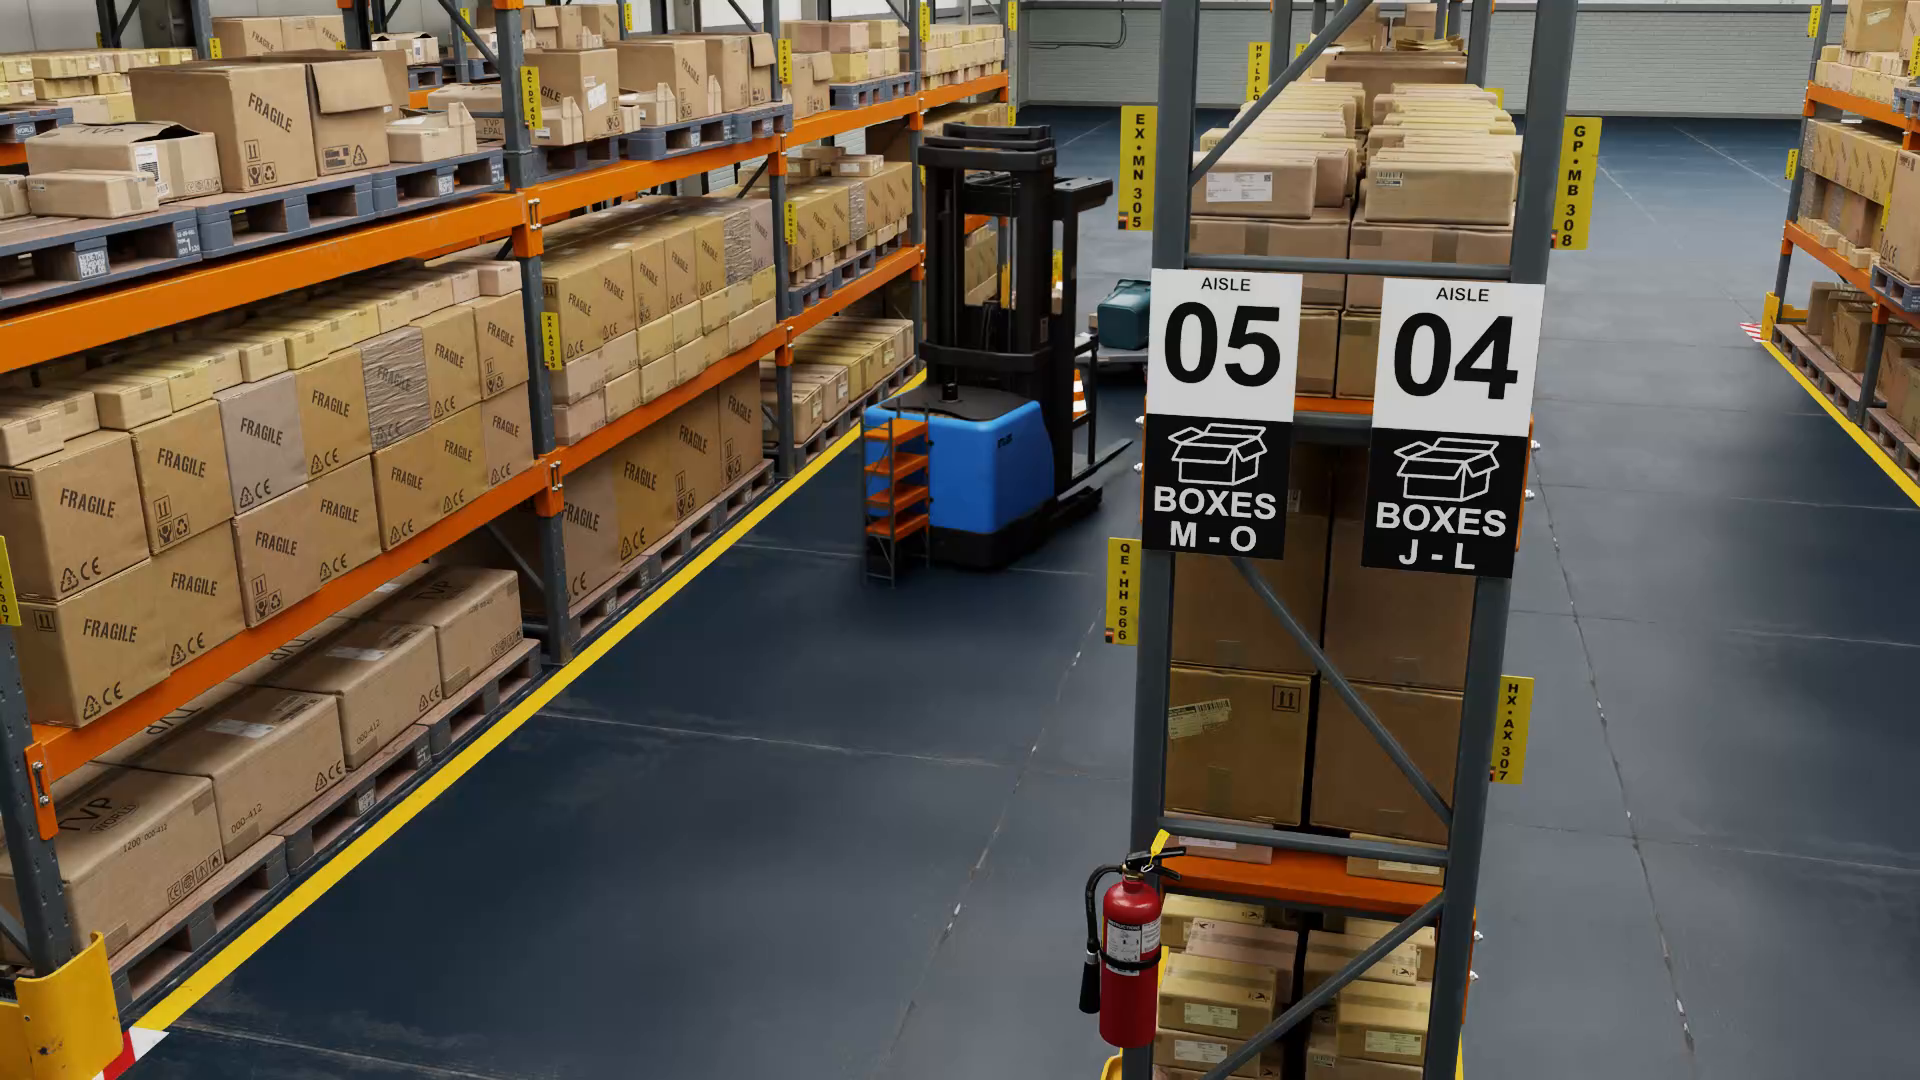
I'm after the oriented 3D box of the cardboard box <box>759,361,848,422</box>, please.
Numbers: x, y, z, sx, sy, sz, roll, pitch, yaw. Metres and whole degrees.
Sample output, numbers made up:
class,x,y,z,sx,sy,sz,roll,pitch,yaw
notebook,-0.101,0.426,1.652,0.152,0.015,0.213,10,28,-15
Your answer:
class,x,y,z,sx,sy,sz,roll,pitch,yaw
cardboard box,-1.541,-1.331,14.860,0.950,0.372,0.625,4,19,12

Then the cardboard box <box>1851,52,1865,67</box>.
class,x,y,z,sx,sy,sz,roll,pitch,yaw
cardboard box,9.061,-4.757,16.447,0.380,0.149,0.250,4,19,11

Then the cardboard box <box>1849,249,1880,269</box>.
class,x,y,z,sx,sy,sz,roll,pitch,yaw
cardboard box,8.636,-2.649,15.691,0.380,0.149,0.250,5,19,13

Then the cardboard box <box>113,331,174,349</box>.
class,x,y,z,sx,sy,sz,roll,pitch,yaw
cardboard box,-3.664,-0.820,7.243,0.380,0.149,0.250,5,20,15

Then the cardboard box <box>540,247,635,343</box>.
class,x,y,z,sx,sy,sz,roll,pitch,yaw
cardboard box,-2.355,-1.511,10.270,0.500,0.500,0.500,5,19,13

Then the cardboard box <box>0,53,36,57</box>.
class,x,y,z,sx,sy,sz,roll,pitch,yaw
cardboard box,-7.274,-3.623,12.667,0.380,0.149,0.250,5,19,13

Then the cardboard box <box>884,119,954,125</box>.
class,x,y,z,sx,sy,sz,roll,pitch,yaw
cardboard box,-0.420,-4.162,17.570,0.700,0.500,0.500,5,19,14

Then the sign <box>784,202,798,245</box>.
class,x,y,z,sx,sy,sz,roll,pitch,yaw
sign,-1.322,-2.473,12.995,0.100,0.325,0.005,5,19,13

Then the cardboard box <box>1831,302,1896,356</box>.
class,x,y,z,sx,sy,sz,roll,pitch,yaw
cardboard box,9.250,-2.129,16.998,0.500,0.500,0.500,7,20,18

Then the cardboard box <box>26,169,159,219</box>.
class,x,y,z,sx,sy,sz,roll,pitch,yaw
cardboard box,-3.327,-1.330,6.383,0.380,0.149,0.250,5,20,15

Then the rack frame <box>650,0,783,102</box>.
class,x,y,z,sx,sy,sz,roll,pitch,yaw
rack frame,-1.861,-4.807,12.338,1.000,3.000,0.127,5,19,13

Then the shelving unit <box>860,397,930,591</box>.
class,x,y,z,sx,sy,sz,roll,pitch,yaw
shelving unit,-0.435,-0.317,11.259,0.258,1.200,0.503,10,21,26

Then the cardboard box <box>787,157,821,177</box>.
class,x,y,z,sx,sy,sz,roll,pitch,yaw
cardboard box,-1.507,-3.447,15.371,0.380,0.149,0.250,6,20,16

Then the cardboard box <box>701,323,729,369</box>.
class,x,y,z,sx,sy,sz,roll,pitch,yaw
cardboard box,-1.981,-1.400,11.877,0.500,0.250,0.500,4,19,13

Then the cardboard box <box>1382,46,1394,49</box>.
class,x,y,z,sx,sy,sz,roll,pitch,yaw
cardboard box,3.726,-3.919,13.713,0.500,0.311,0.500,4,19,11

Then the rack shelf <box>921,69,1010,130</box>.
class,x,y,z,sx,sy,sz,roll,pitch,yaw
rack shelf,-0.395,-4.927,18.445,1.077,0.370,4.000,5,19,13

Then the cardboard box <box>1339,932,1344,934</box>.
class,x,y,z,sx,sy,sz,roll,pitch,yaw
cardboard box,1.649,1.528,6.375,0.380,0.149,0.250,5,20,15

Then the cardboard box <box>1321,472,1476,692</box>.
class,x,y,z,sx,sy,sz,roll,pitch,yaw
cardboard box,1.376,0.118,5.039,0.500,0.500,0.500,5,19,13

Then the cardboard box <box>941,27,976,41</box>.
class,x,y,z,sx,sy,sz,roll,pitch,yaw
cardboard box,-0.026,-5.713,18.787,0.380,0.149,0.250,5,19,13

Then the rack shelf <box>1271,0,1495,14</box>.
class,x,y,z,sx,sy,sz,roll,pitch,yaw
rack shelf,2.475,-3.291,9.632,1.077,0.370,4.000,5,19,13

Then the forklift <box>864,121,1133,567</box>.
class,x,y,z,sx,sy,sz,roll,pitch,yaw
forklift,0.449,-1.634,12.436,1.130,2.935,3.031,10,21,26

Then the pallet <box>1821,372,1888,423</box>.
class,x,y,z,sx,sy,sz,roll,pitch,yaw
pallet,8.856,-1.332,15.762,1.003,0.211,1.213,5,19,13

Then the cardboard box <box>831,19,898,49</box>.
class,x,y,z,sx,sy,sz,roll,pitch,yaw
cardboard box,-0.902,-4.813,15.808,0.500,0.250,0.500,5,20,15

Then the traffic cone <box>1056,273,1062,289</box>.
class,x,y,z,sx,sy,sz,roll,pitch,yaw
traffic cone,1.239,-3.038,20.366,0.336,0.463,0.334,5,19,13

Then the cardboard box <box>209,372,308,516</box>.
class,x,y,z,sx,sy,sz,roll,pitch,yaw
cardboard box,-3.185,-0.433,7.113,0.500,0.500,0.500,5,19,13

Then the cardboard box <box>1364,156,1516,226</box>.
class,x,y,z,sx,sy,sz,roll,pitch,yaw
cardboard box,1.309,-0.958,4.553,0.380,0.149,0.250,4,19,13

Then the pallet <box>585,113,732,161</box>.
class,x,y,z,sx,sy,sz,roll,pitch,yaw
pallet,-2.237,-2.741,11.223,1.003,0.211,1.213,6,20,16

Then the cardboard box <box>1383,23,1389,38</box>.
class,x,y,z,sx,sy,sz,roll,pitch,yaw
cardboard box,3.936,-4.930,16.309,0.500,0.250,0.500,5,19,13

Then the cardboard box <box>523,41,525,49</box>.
class,x,y,z,sx,sy,sz,roll,pitch,yaw
cardboard box,-5.106,-5.516,18.641,0.380,0.149,0.250,5,20,15

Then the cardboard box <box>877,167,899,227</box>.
class,x,y,z,sx,sy,sz,roll,pitch,yaw
cardboard box,-0.894,-3.290,15.914,0.500,0.500,0.500,5,19,14

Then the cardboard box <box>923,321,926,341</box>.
class,x,y,z,sx,sy,sz,roll,pitch,yaw
cardboard box,-0.478,-2.282,17.834,0.500,0.250,0.500,4,19,11

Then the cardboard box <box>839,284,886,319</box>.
class,x,y,z,sx,sy,sz,roll,pitch,yaw
cardboard box,-1.000,-2.680,17.838,0.500,0.500,0.500,4,19,13

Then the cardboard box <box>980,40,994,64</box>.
class,x,y,z,sx,sy,sz,roll,pitch,yaw
cardboard box,0.092,-5.626,19.150,0.500,0.250,0.500,4,19,13

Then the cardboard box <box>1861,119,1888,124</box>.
class,x,y,z,sx,sy,sz,roll,pitch,yaw
cardboard box,9.808,-4.162,17.570,0.500,0.500,0.500,5,19,13

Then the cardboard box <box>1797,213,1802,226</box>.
class,x,y,z,sx,sy,sz,roll,pitch,yaw
cardboard box,9.402,-3.503,18.192,0.380,0.149,0.250,5,19,13

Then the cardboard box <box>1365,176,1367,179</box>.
class,x,y,z,sx,sy,sz,roll,pitch,yaw
cardboard box,1.630,-1.124,5.656,0.500,0.250,0.500,5,19,14

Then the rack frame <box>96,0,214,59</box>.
class,x,y,z,sx,sy,sz,roll,pitch,yaw
rack frame,-6.675,-5.197,13.482,1.000,3.000,0.127,5,19,13

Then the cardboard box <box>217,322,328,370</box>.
class,x,y,z,sx,sy,sz,roll,pitch,yaw
cardboard box,-3.041,-0.860,7.359,0.380,0.149,0.250,4,19,12

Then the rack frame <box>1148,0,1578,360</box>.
class,x,y,z,sx,sy,sz,roll,pitch,yaw
rack frame,1.009,-1.940,3.945,1.000,3.000,0.127,5,19,13

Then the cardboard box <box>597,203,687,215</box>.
class,x,y,z,sx,sy,sz,roll,pitch,yaw
cardboard box,-2.331,-2.197,12.276,0.500,0.500,0.500,5,19,14

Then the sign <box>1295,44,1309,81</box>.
class,x,y,z,sx,sy,sz,roll,pitch,yaw
sign,2.427,-3.356,11.810,0.100,0.325,0.005,5,19,13

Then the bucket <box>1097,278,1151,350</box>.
class,x,y,z,sx,sy,sz,roll,pitch,yaw
bucket,1.738,-2.257,16.868,0.726,0.611,0.620,12,32,32

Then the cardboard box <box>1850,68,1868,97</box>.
class,x,y,z,sx,sy,sz,roll,pitch,yaw
cardboard box,8.968,-4.430,16.107,0.500,0.250,0.500,5,20,15

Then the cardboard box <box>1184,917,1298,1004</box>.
class,x,y,z,sx,sy,sz,roll,pitch,yaw
cardboard box,1.010,1.508,5.973,0.380,0.149,0.250,5,19,14

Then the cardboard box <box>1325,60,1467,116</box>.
class,x,y,z,sx,sy,sz,roll,pitch,yaw
cardboard box,2.185,-2.130,8.339,0.700,0.500,0.500,5,19,13

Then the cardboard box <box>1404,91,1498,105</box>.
class,x,y,z,sx,sy,sz,roll,pitch,yaw
cardboard box,2.101,-1.845,7.150,0.380,0.149,0.250,5,19,13

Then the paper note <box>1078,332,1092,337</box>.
class,x,y,z,sx,sy,sz,roll,pitch,yaw
paper note,1.440,-2.357,19.058,0.148,0.019,0.142,12,22,32

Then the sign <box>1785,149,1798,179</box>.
class,x,y,z,sx,sy,sz,roll,pitch,yaw
sign,9.177,-4.145,18.343,0.100,0.325,0.005,5,19,13

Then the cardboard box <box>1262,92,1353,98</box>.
class,x,y,z,sx,sy,sz,roll,pitch,yaw
cardboard box,1.467,-1.813,7.055,0.380,0.149,0.250,4,19,12

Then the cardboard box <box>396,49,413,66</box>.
class,x,y,z,sx,sy,sz,roll,pitch,yaw
cardboard box,-5.672,-4.790,16.515,0.380,0.149,0.250,5,19,13

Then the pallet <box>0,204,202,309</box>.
class,x,y,z,sx,sy,sz,roll,pitch,yaw
pallet,-3.645,-1.071,6.179,1.003,0.211,1.213,5,19,13

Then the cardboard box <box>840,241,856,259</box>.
class,x,y,z,sx,sy,sz,roll,pitch,yaw
cardboard box,-1.160,-2.637,15.007,0.380,0.149,0.250,5,20,15

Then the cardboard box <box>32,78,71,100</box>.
class,x,y,z,sx,sy,sz,roll,pitch,yaw
cardboard box,-6.868,-3.364,12.371,0.380,0.149,0.250,5,20,15

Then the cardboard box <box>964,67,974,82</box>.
class,x,y,z,sx,sy,sz,roll,pitch,yaw
cardboard box,-0.055,-5.157,18.393,0.380,0.149,0.250,4,19,13
